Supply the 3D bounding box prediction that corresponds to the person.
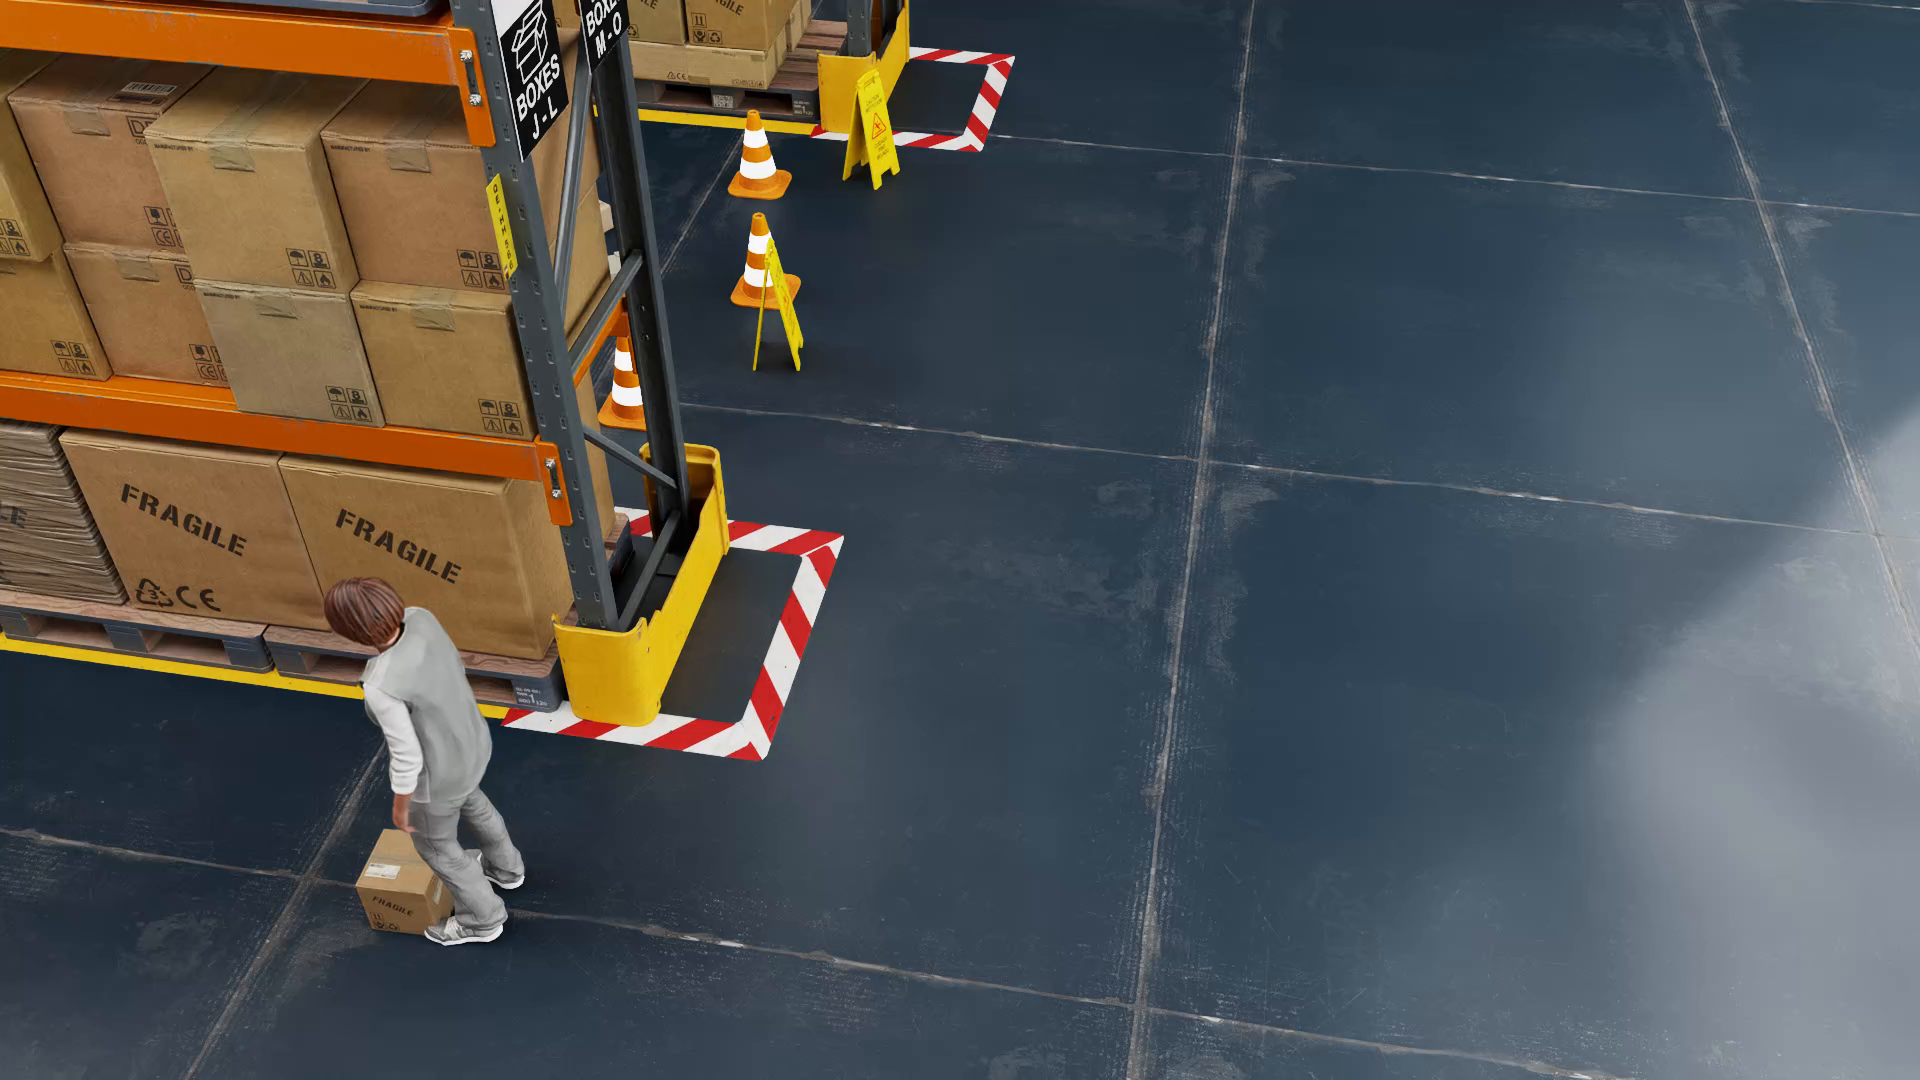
[{"bbox_3d":[-1.686,0.716,5.346,0.345,1.593,0.479,5,41,6],"label":"person"}]
